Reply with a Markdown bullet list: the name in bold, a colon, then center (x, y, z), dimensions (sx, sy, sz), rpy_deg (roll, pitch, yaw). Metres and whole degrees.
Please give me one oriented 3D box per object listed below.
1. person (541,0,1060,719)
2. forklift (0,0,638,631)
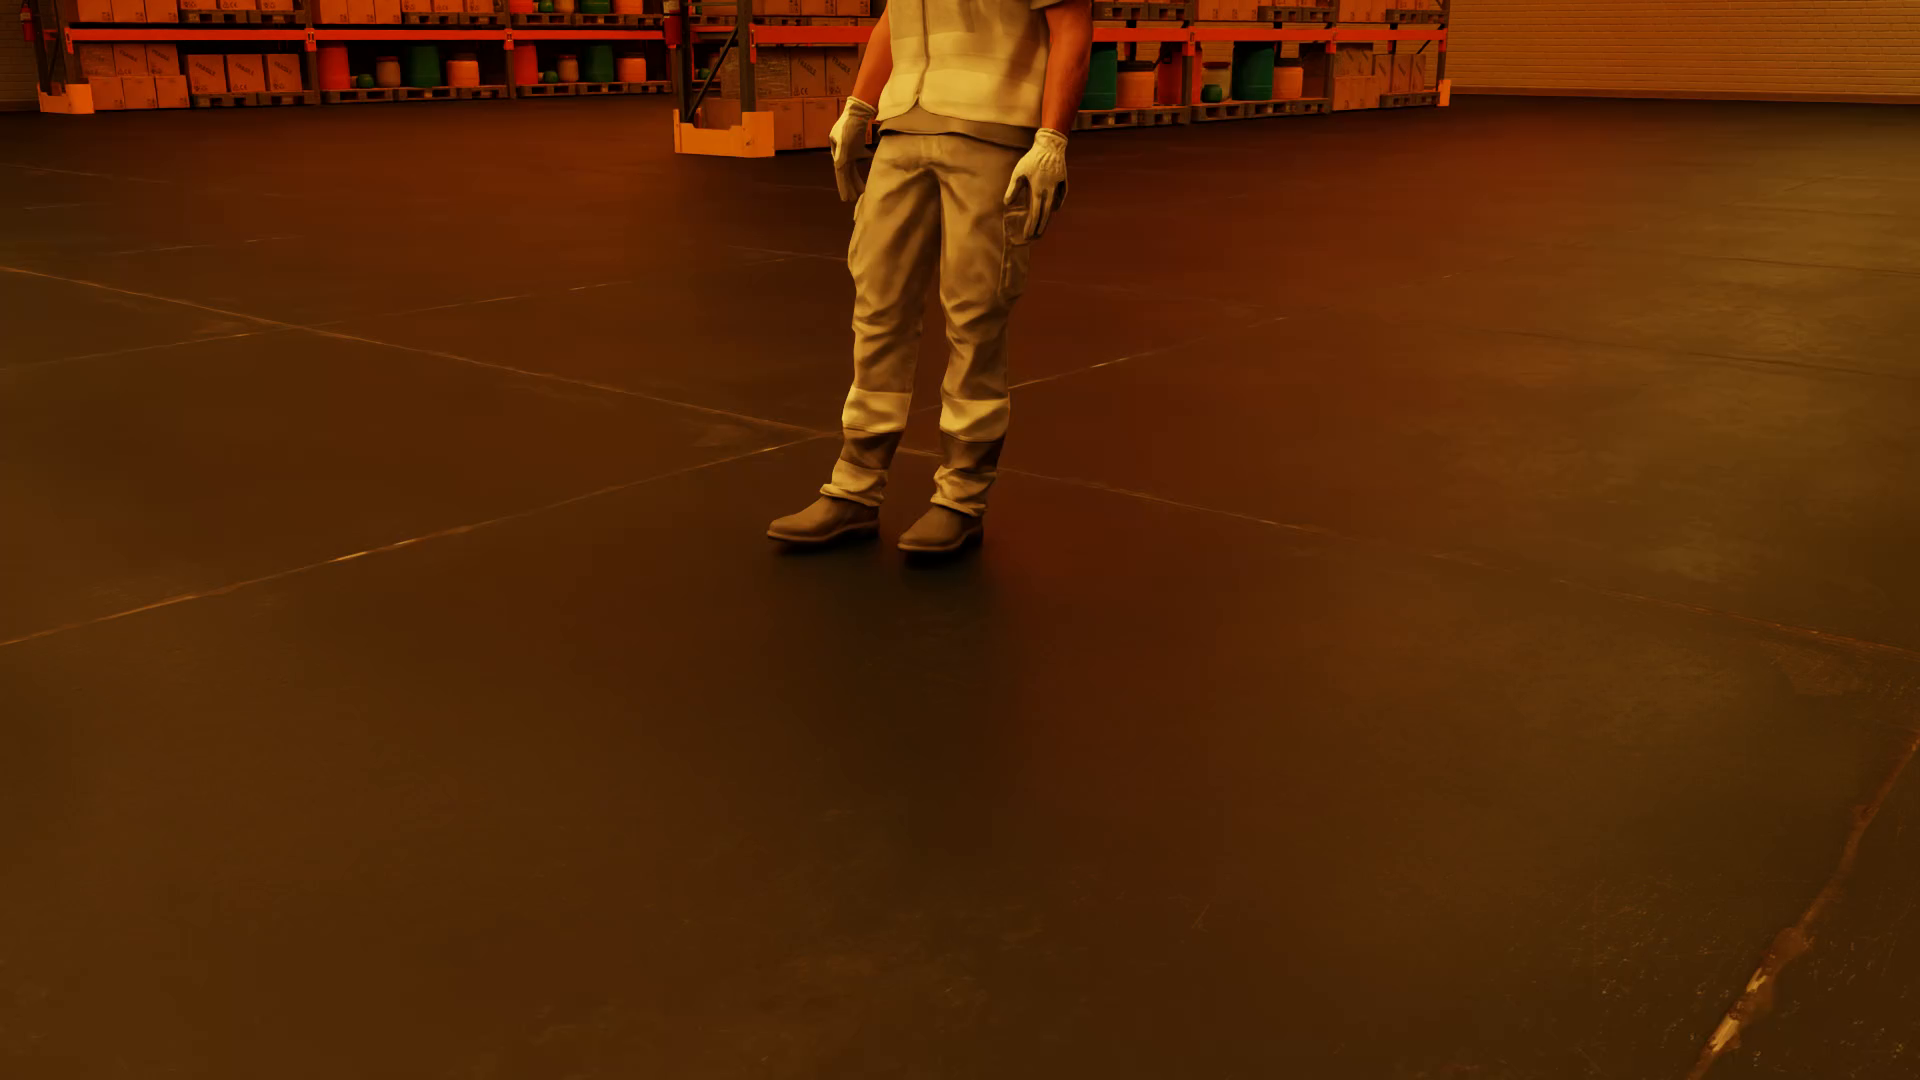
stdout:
- **person**: center (-0.265, -0.580, 2.993), dimensions (0.949, 1.679, 0.555), rpy_deg (-9, 19, -27)
- **forklift**: center (-2.249, -1.306, 3.198), dimensions (3.031, 2.935, 1.130), rpy_deg (-3, 17, -9)
